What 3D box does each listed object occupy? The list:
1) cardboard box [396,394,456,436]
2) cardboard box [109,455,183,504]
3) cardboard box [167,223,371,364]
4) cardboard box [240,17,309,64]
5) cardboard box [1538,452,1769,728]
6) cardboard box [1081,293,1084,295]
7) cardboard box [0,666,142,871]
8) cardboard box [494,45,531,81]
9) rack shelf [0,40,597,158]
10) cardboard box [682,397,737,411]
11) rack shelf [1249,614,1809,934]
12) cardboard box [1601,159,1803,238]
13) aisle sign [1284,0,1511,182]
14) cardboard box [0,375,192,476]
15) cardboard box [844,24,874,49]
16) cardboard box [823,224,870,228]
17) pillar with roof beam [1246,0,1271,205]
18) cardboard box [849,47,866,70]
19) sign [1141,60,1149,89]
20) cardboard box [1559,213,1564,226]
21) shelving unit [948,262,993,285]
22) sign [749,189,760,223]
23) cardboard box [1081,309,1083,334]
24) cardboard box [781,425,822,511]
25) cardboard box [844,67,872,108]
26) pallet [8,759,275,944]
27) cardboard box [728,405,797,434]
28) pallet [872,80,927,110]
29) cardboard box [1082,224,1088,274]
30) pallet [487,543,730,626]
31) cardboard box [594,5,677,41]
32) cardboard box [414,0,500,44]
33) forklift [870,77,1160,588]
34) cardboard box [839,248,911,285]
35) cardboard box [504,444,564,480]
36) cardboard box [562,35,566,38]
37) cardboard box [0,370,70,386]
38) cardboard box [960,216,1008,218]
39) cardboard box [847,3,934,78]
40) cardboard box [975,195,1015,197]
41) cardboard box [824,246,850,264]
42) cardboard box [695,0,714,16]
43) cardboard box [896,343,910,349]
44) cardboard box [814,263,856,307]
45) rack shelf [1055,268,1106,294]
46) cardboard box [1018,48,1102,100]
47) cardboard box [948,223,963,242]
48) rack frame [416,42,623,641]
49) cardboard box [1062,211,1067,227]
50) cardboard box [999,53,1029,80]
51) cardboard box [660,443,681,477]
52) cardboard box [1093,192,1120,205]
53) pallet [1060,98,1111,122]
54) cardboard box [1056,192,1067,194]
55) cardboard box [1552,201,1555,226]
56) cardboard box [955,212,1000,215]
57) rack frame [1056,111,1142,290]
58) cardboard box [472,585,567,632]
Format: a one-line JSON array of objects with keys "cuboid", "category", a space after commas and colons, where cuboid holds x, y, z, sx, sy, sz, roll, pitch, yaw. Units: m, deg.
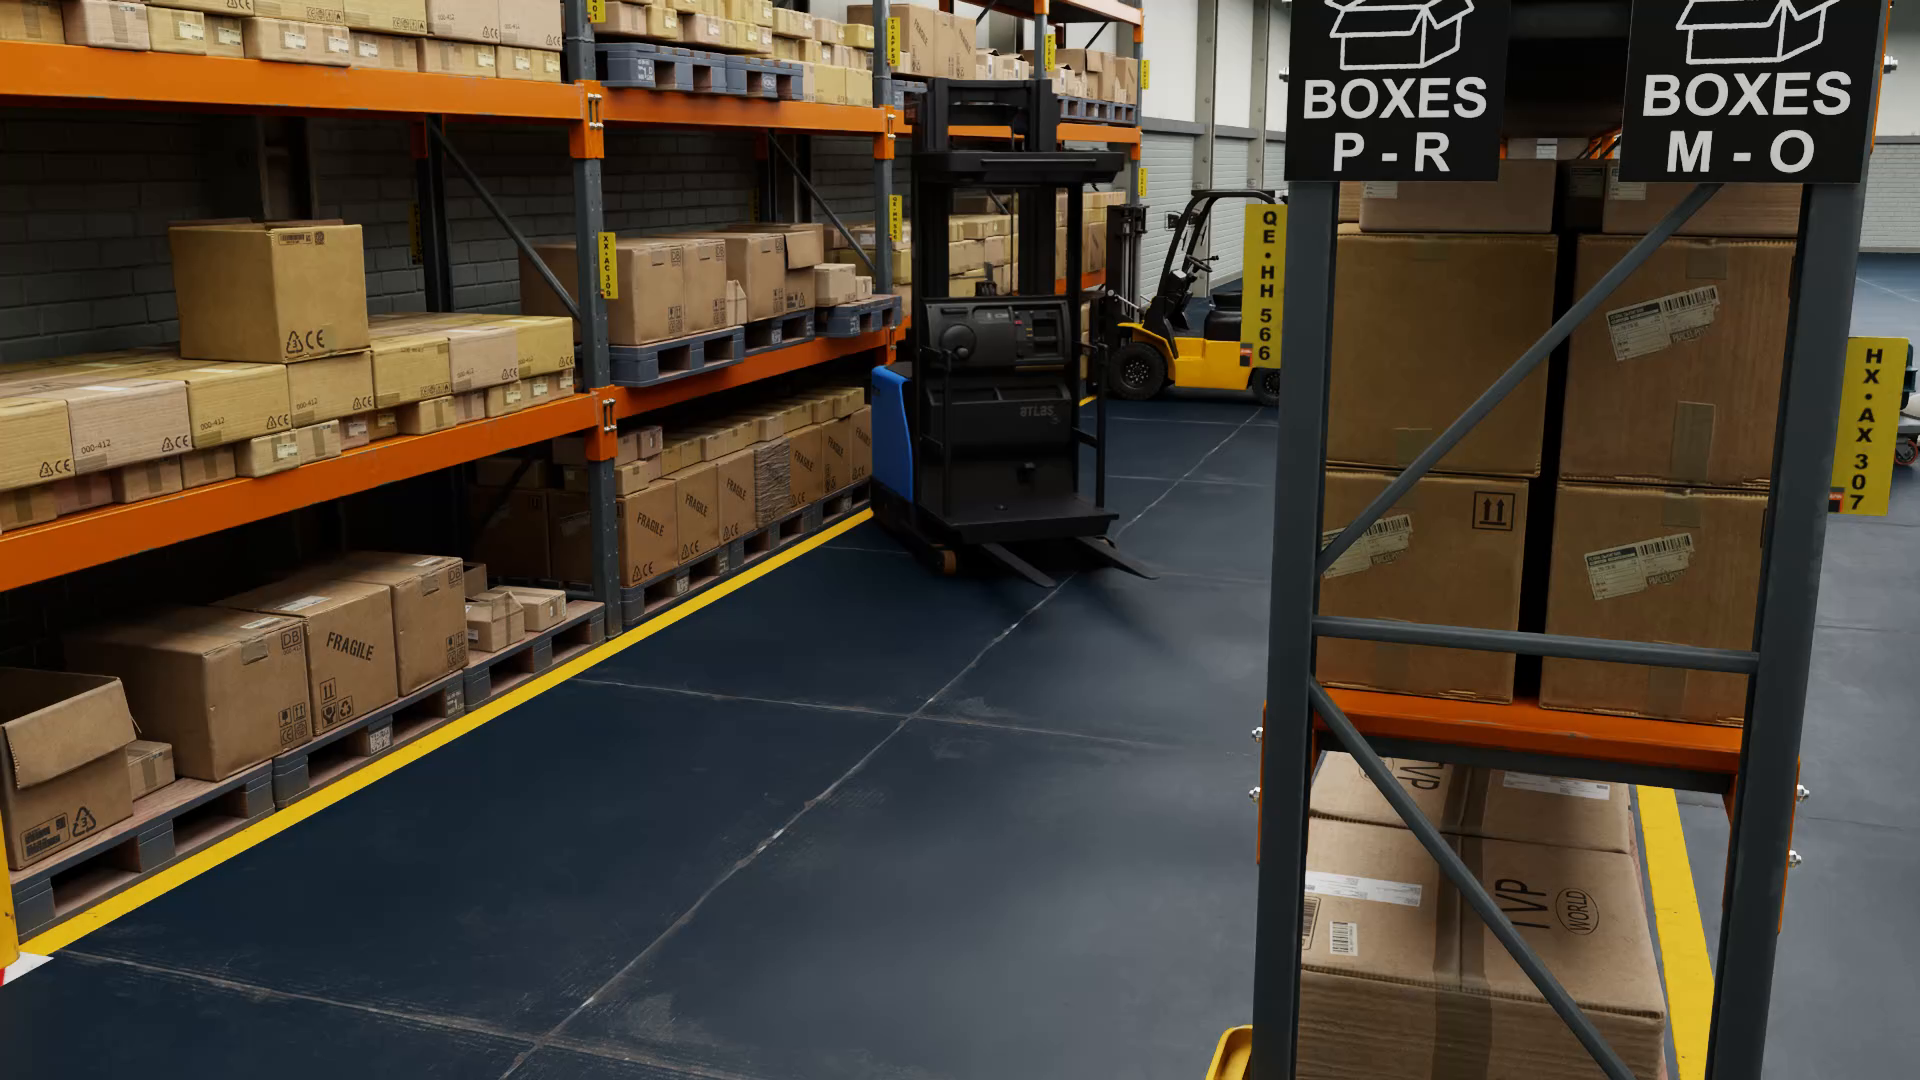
[{"cuboid": [-2.432, -0.556, 7.246, 0.380, 0.149, 0.250, 4, 13, 18], "category": "cardboard box"}, {"cuboid": [-2.975, -0.234, 5.835, 0.380, 0.149, 0.250, 5, 14, 20], "category": "cardboard box"}, {"cuboid": [-2.684, -0.973, 6.492, 0.500, 0.500, 0.500, 5, 14, 20], "category": "cardboard box"}, {"cuboid": [-2.660, -1.849, 6.173, 0.380, 0.149, 0.250, 4, 14, 19], "category": "cardboard box"}, {"cuboid": [1.554, 0.084, 3.653, 0.500, 0.500, 0.500, 4, 14, 18], "category": "cardboard box"}, {"cuboid": [1.113, -2.671, 18.936, 0.500, 0.250, 0.500, 4, 14, 18], "category": "cardboard box"}, {"cuboid": [-3.283, 0.747, 5.640, 0.797, 0.503, 0.637, 4, 13, 16], "category": "cardboard box"}, {"cuboid": [-2.196, -2.177, 7.609, 0.380, 0.149, 0.250, 4, 14, 18], "category": "cardboard box"}, {"cuboid": [-2.924, -1.676, 6.466, 1.077, 0.370, 4.000, 4, 14, 18], "category": "rack shelf"}, {"cuboid": [-1.738, -0.880, 11.318, 0.380, 0.149, 0.250, 4, 13, 16], "category": "cardboard box"}, {"cuboid": [1.774, 0.143, 5.237, 1.077, 0.370, 4.000, 4, 14, 18], "category": "rack shelf"}, {"cuboid": [1.504, -0.694, 3.358, 0.380, 0.149, 0.250, 5, 14, 20], "category": "cardboard box"}, {"cuboid": [0.810, -1.061, 3.054, 0.394, 0.787, 0.004, 4, 14, 18], "category": "aisle sign"}, {"cuboid": [-3.006, -0.397, 5.657, 0.500, 0.250, 0.500, 5, 14, 19], "category": "cardboard box"}, {"cuboid": [-0.814, -3.463, 11.449, 0.380, 0.149, 0.250, 5, 14, 20], "category": "cardboard box"}, {"cuboid": [-0.935, -2.446, 13.280, 0.380, 0.149, 0.250, 4, 13, 17], "category": "cardboard box"}, {"cuboid": [10.425, -9.835, 33.855, 9.100, 9.000, 0.400, 4, 14, 18], "category": "pillar with roof beam"}, {"cuboid": [-0.870, -3.319, 11.490, 0.380, 0.149, 0.250, 5, 14, 20], "category": "cardboard box"}, {"cuboid": [2.115, -5.325, 19.027, 0.100, 0.325, 0.005, 4, 14, 18], "category": "sign"}, {"cuboid": [1.871, -0.622, 4.499, 0.500, 0.500, 0.500, 4, 14, 18], "category": "cardboard box"}, {"cuboid": [0.034, -1.189, 12.377, 0.587, 1.500, 1.083, -3, 23, 3], "category": "shelving unit"}, {"cuboid": [-1.509, -2.431, 12.297, 0.100, 0.325, 0.005, 4, 14, 18], "category": "sign"}, {"cuboid": [0.940, -2.208, 16.908, 0.500, 0.250, 0.500, 4, 14, 18], "category": "cardboard box"}, {"cuboid": [-1.255, -0.494, 11.086, 0.500, 0.500, 0.500, 5, 14, 21], "category": "cardboard box"}, {"cuboid": [-0.919, -3.091, 11.387, 0.500, 0.250, 0.500, 4, 13, 17], "category": "cardboard box"}, {"cuboid": [-3.289, 1.033, 5.990, 1.003, 0.211, 1.213, 4, 14, 18], "category": "pallet"}, {"cuboid": [-1.297, -0.791, 10.928, 0.380, 0.149, 0.250, 4, 13, 18], "category": "cardboard box"}, {"cuboid": [-0.848, -3.347, 12.596, 1.213, 0.211, 1.003, 5, 14, 21], "category": "pallet"}, {"cuboid": [1.018, -3.011, 17.213, 0.500, 0.500, 0.500, 4, 14, 18], "category": "cardboard box"}, {"cuboid": [-2.049, 0.200, 9.637, 1.003, 0.211, 1.213, 4, 14, 18], "category": "pallet"}, {"cuboid": [-1.687, -2.665, 8.578, 0.380, 0.149, 0.250, 5, 14, 19], "category": "cardboard box"}, {"cuboid": [-2.354, -2.290, 7.207, 0.500, 0.250, 0.500, 4, 13, 16], "category": "cardboard box"}, {"cuboid": [0.310, -1.305, 10.118, 1.130, 2.935, 3.031, -4, 13, -17], "category": "forklift"}, {"cuboid": [-0.584, -2.072, 12.540, 0.500, 0.250, 0.500, 4, 14, 18], "category": "cardboard box"}, {"cuboid": [-2.350, -0.442, 9.398, 0.380, 0.149, 0.250, 4, 14, 18], "category": "cardboard box"}, {"cuboid": [-2.244, -2.648, 8.502, 0.380, 0.149, 0.250, 4, 14, 18], "category": "cardboard box"}, {"cuboid": [-3.505, -0.440, 5.841, 0.500, 0.250, 0.500, 4, 14, 19], "category": "cardboard box"}, {"cuboid": [0.216, -2.844, 15.023, 0.380, 0.149, 0.250, 4, 14, 18], "category": "cardboard box"}, {"cuboid": [-0.518, -3.727, 12.443, 0.500, 0.500, 0.500, 4, 14, 19], "category": "cardboard box"}, {"cuboid": [0.344, -3.433, 16.935, 0.380, 0.149, 0.250, 4, 13, 17], "category": "cardboard box"}, {"cuboid": [-1.100, -2.113, 12.717, 0.500, 0.250, 0.500, 5, 14, 20], "category": "cardboard box"}, {"cuboid": [-1.566, -2.923, 9.040, 0.380, 0.149, 0.250, 4, 13, 17], "category": "cardboard box"}, {"cuboid": [-0.105, -1.443, 14.963, 0.875, 0.625, 0.625, 4, 14, 18], "category": "cardboard box"}, {"cuboid": [-1.018, -1.714, 11.149, 0.500, 0.250, 0.500, 4, 13, 16], "category": "cardboard box"}, {"cuboid": [0.959, -2.740, 17.869, 1.077, 0.370, 4.000, 4, 14, 18], "category": "rack shelf"}, {"cuboid": [1.042, -4.839, 17.305, 0.797, 0.503, 0.637, 5, 14, 20], "category": "cardboard box"}, {"cuboid": [-0.193, -2.511, 13.566, 0.380, 0.149, 0.250, 5, 14, 20], "category": "cardboard box"}, {"cuboid": [-2.277, -0.985, 8.564, 1.000, 3.000, 0.127, 4, 14, 18], "category": "rack frame"}, {"cuboid": [0.954, -3.241, 16.765, 0.380, 0.149, 0.250, 5, 14, 20], "category": "cardboard box"}, {"cuboid": [0.308, -4.172, 14.818, 0.500, 0.311, 0.500, 4, 13, 17], "category": "cardboard box"}, {"cuboid": [-1.820, -0.463, 9.491, 0.380, 0.149, 0.250, 4, 13, 15], "category": "cardboard box"}, {"cuboid": [1.580, -3.820, 18.634, 0.380, 0.149, 0.250, 5, 14, 20], "category": "cardboard box"}, {"cuboid": [0.960, -4.527, 17.537, 1.003, 0.211, 1.213, 4, 14, 18], "category": "pallet"}, {"cuboid": [1.012, -3.806, 18.573, 0.380, 0.149, 0.250, 4, 14, 19], "category": "cardboard box"}, {"cuboid": [2.974, -1.346, 7.673, 0.500, 0.500, 0.500, 4, 14, 18], "category": "cardboard box"}, {"cuboid": [0.173, -3.121, 16.239, 0.380, 0.149, 0.250, 4, 14, 18], "category": "cardboard box"}, {"cuboid": [1.606, -3.512, 19.634, 1.000, 3.000, 0.127, 4, 14, 18], "category": "rack frame"}, {"cuboid": [-2.179, 0.338, 8.228, 0.380, 0.149, 0.250, 4, 13, 17], "category": "cardboard box"}]
